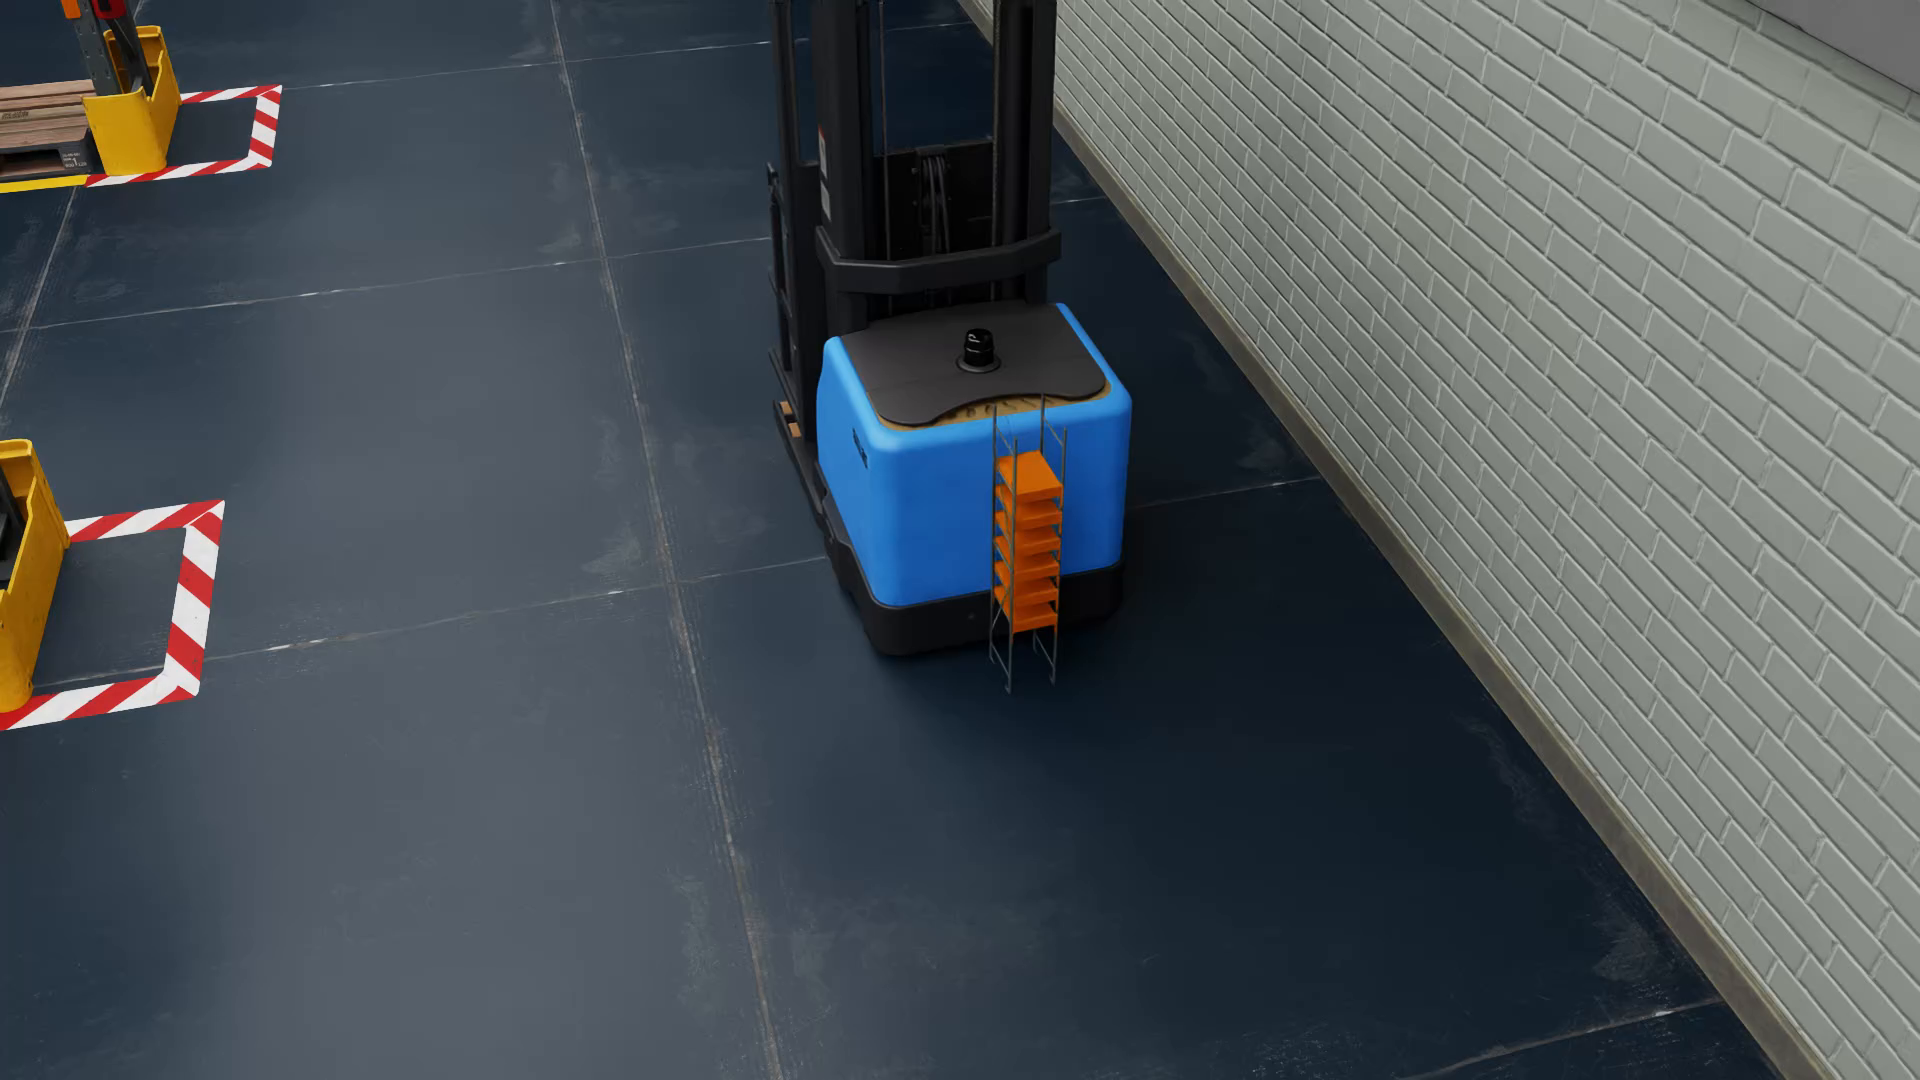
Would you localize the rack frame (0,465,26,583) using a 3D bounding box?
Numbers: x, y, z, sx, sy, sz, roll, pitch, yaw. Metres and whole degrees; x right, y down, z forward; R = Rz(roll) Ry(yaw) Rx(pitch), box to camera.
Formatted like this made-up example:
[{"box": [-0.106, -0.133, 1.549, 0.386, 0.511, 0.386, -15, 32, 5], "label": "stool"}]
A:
[{"box": [-3.930, -0.854, 5.898, 0.127, 3.000, 1.000, -9, 38, -12], "label": "rack frame"}]

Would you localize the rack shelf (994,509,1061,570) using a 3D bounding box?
[{"box": [0.245, -0.019, 6.163, 0.180, 0.103, 0.258, -11, 39, -14], "label": "rack shelf"}]

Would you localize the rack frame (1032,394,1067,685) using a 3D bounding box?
[{"box": [0.331, 0.023, 6.232, 0.006, 1.200, 0.240, -11, 39, -14], "label": "rack frame"}]

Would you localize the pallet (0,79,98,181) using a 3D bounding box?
[{"box": [-6.028, -2.544, 10.402, 1.213, 0.211, 1.003, -9, 38, -12], "label": "pallet"}]

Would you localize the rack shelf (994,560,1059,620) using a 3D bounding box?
[{"box": [0.245, 0.171, 6.309, 0.180, 0.103, 0.258, -11, 39, -14], "label": "rack shelf"}]

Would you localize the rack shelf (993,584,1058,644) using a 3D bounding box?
[{"box": [0.245, 0.267, 6.382, 0.180, 0.103, 0.258, -11, 39, -14], "label": "rack shelf"}]

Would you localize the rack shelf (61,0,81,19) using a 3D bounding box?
[{"box": [-7.152, -3.157, 9.500, 4.000, 0.370, 1.077, -9, 38, -12], "label": "rack shelf"}]

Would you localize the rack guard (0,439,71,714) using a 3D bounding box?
[{"box": [-3.907, 0.135, 6.662, 0.348, 0.500, 1.175, -9, 38, -12], "label": "rack guard"}]

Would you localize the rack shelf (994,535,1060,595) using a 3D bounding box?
[{"box": [0.245, 0.076, 6.236, 0.180, 0.103, 0.258, -11, 39, -14], "label": "rack shelf"}]

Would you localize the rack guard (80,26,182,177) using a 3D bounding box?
[{"box": [-5.201, -2.778, 10.470, 0.348, 0.500, 1.175, -9, 38, -12], "label": "rack guard"}]

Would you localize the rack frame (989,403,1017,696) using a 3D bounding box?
[{"box": [0.158, 0.058, 6.187, 0.006, 1.200, 0.240, -11, 39, -14], "label": "rack frame"}]

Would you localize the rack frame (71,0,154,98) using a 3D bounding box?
[{"box": [-5.221, -3.759, 9.695, 0.127, 3.000, 1.000, -9, 38, -12], "label": "rack frame"}]

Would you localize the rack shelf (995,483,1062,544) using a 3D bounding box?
[{"box": [0.245, -0.115, 6.090, 0.180, 0.103, 0.258, -11, 39, -14], "label": "rack shelf"}]

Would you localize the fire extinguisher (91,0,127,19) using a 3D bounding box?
[{"box": [-4.957, -3.338, 9.515, 0.183, 0.674, 0.296, -9, 38, -12], "label": "fire extinguisher"}]

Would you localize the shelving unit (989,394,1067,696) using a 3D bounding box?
[{"box": [0.245, 0.041, 6.209, 0.189, 1.200, 0.258, -11, 39, -14], "label": "shelving unit"}]

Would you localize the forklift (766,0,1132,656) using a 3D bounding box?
[{"box": [-0.251, -1.609, 6.941, 1.130, 2.935, 3.031, -10, 39, -13], "label": "forklift"}]

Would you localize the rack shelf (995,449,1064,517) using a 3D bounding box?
[{"box": [0.245, -0.210, 6.017, 0.180, 0.103, 0.258, -11, 39, -14], "label": "rack shelf"}]
